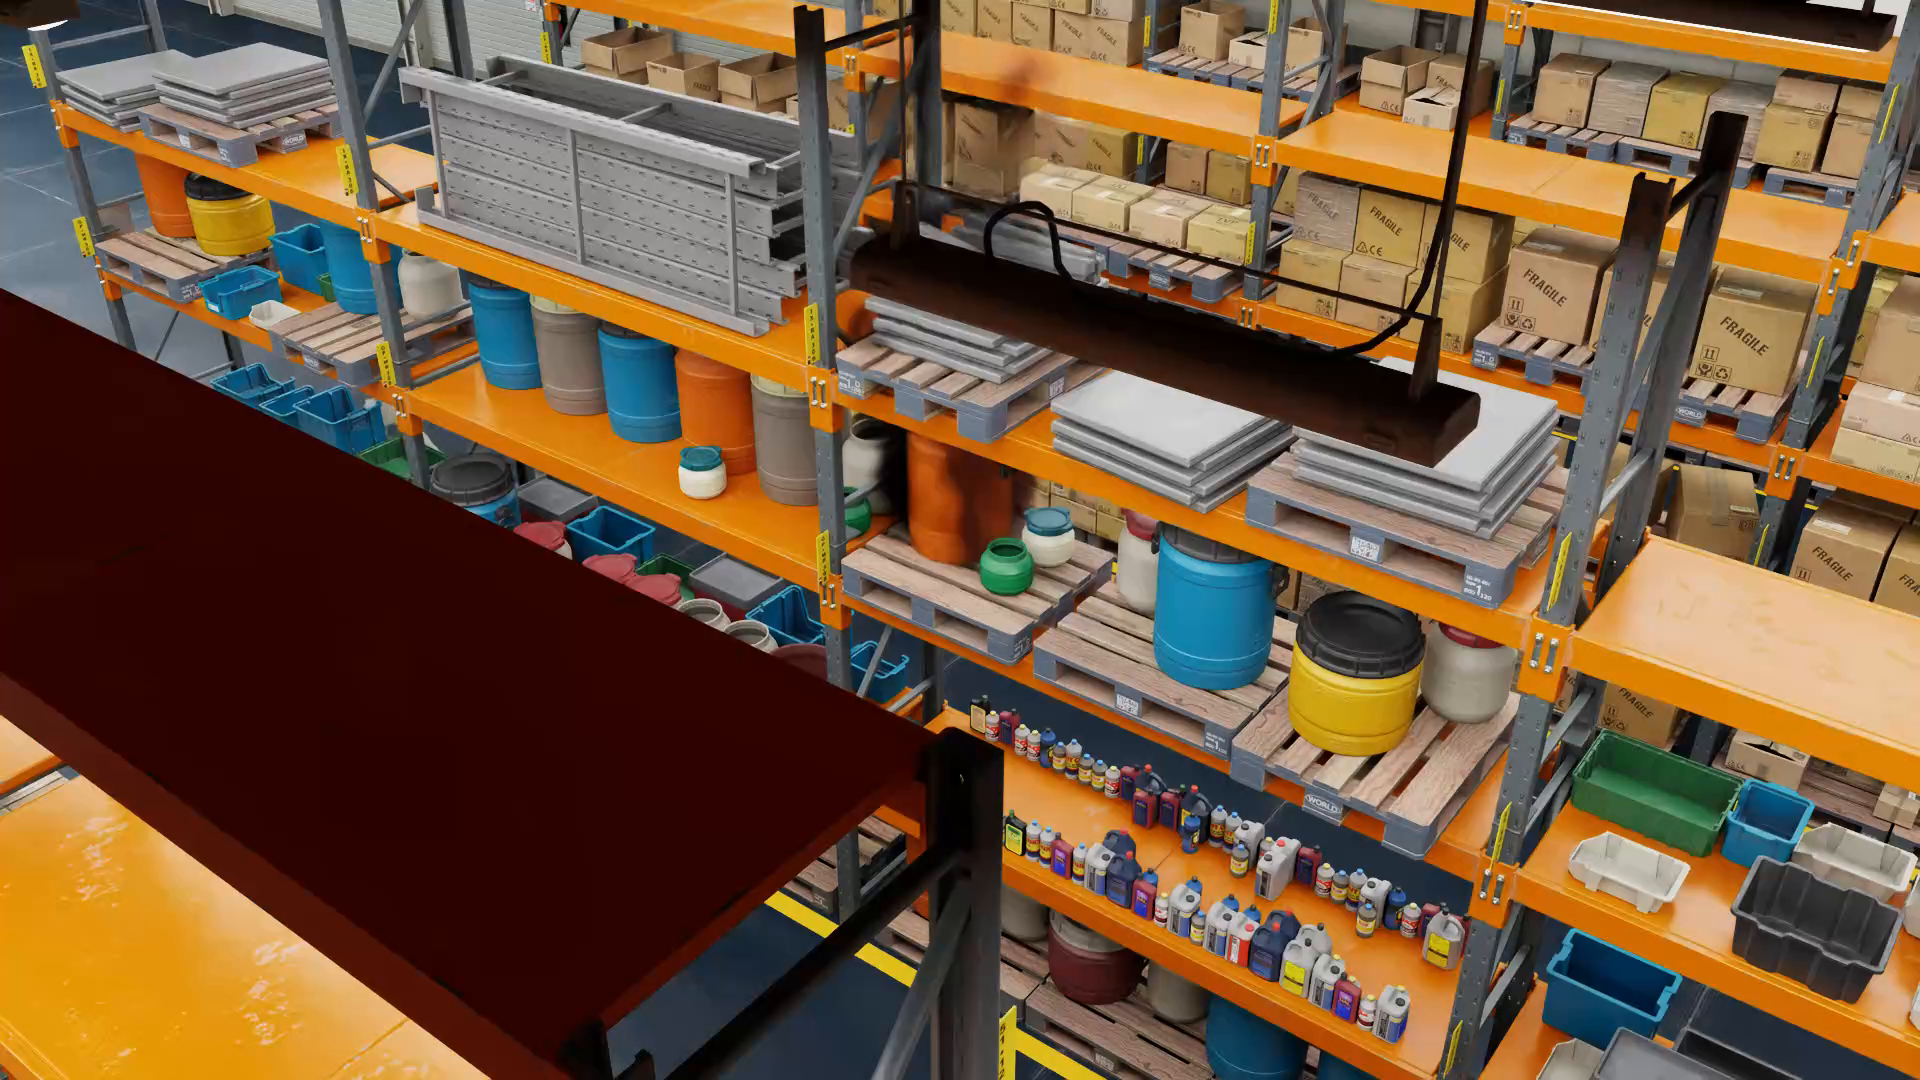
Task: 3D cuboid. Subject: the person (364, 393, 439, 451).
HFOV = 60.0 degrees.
[{"bbox_3d":[-5.387,-1.319,15.758,1.000,1.693,0.708,13,34,21],"label":"person"}]
